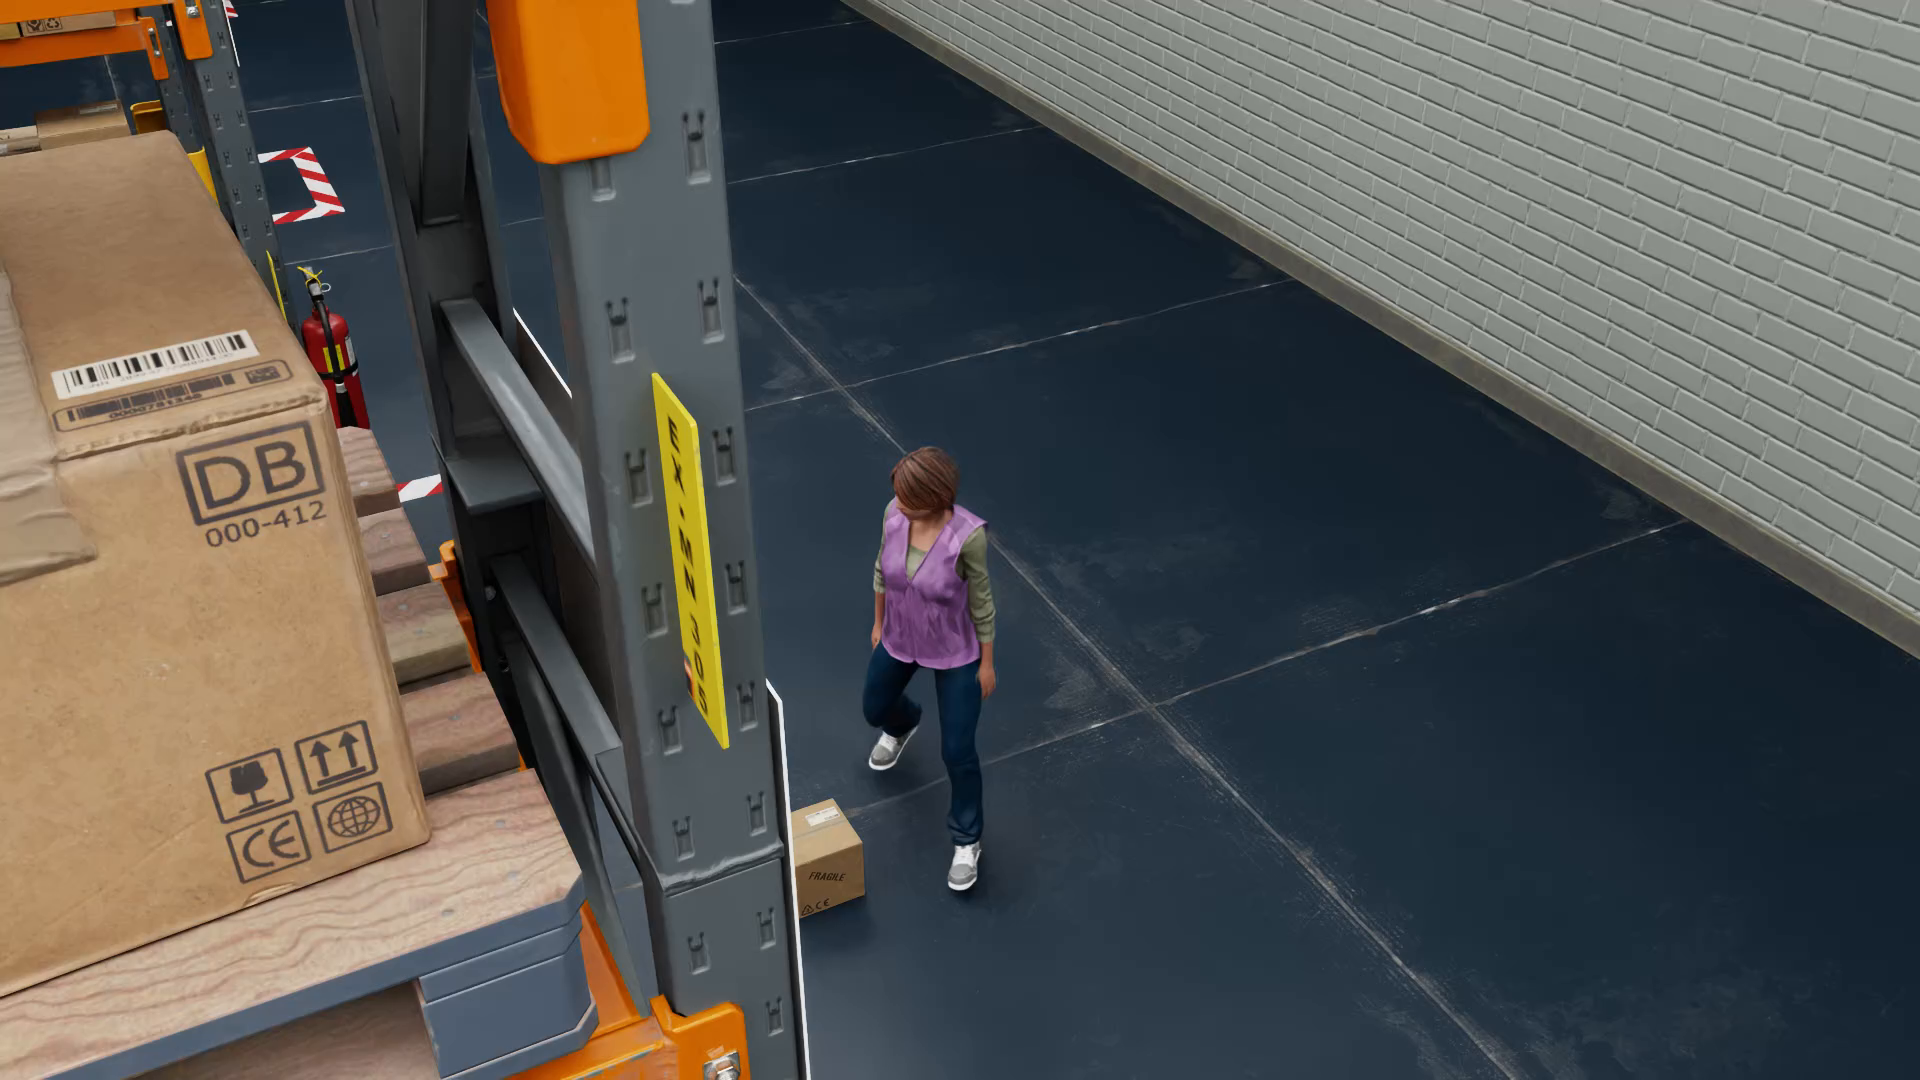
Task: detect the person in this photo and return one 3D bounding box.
[{"bbox_3d":[-0.115,0.351,5.626,0.622,1.560,0.632,16,37,23],"label":"person"}]
